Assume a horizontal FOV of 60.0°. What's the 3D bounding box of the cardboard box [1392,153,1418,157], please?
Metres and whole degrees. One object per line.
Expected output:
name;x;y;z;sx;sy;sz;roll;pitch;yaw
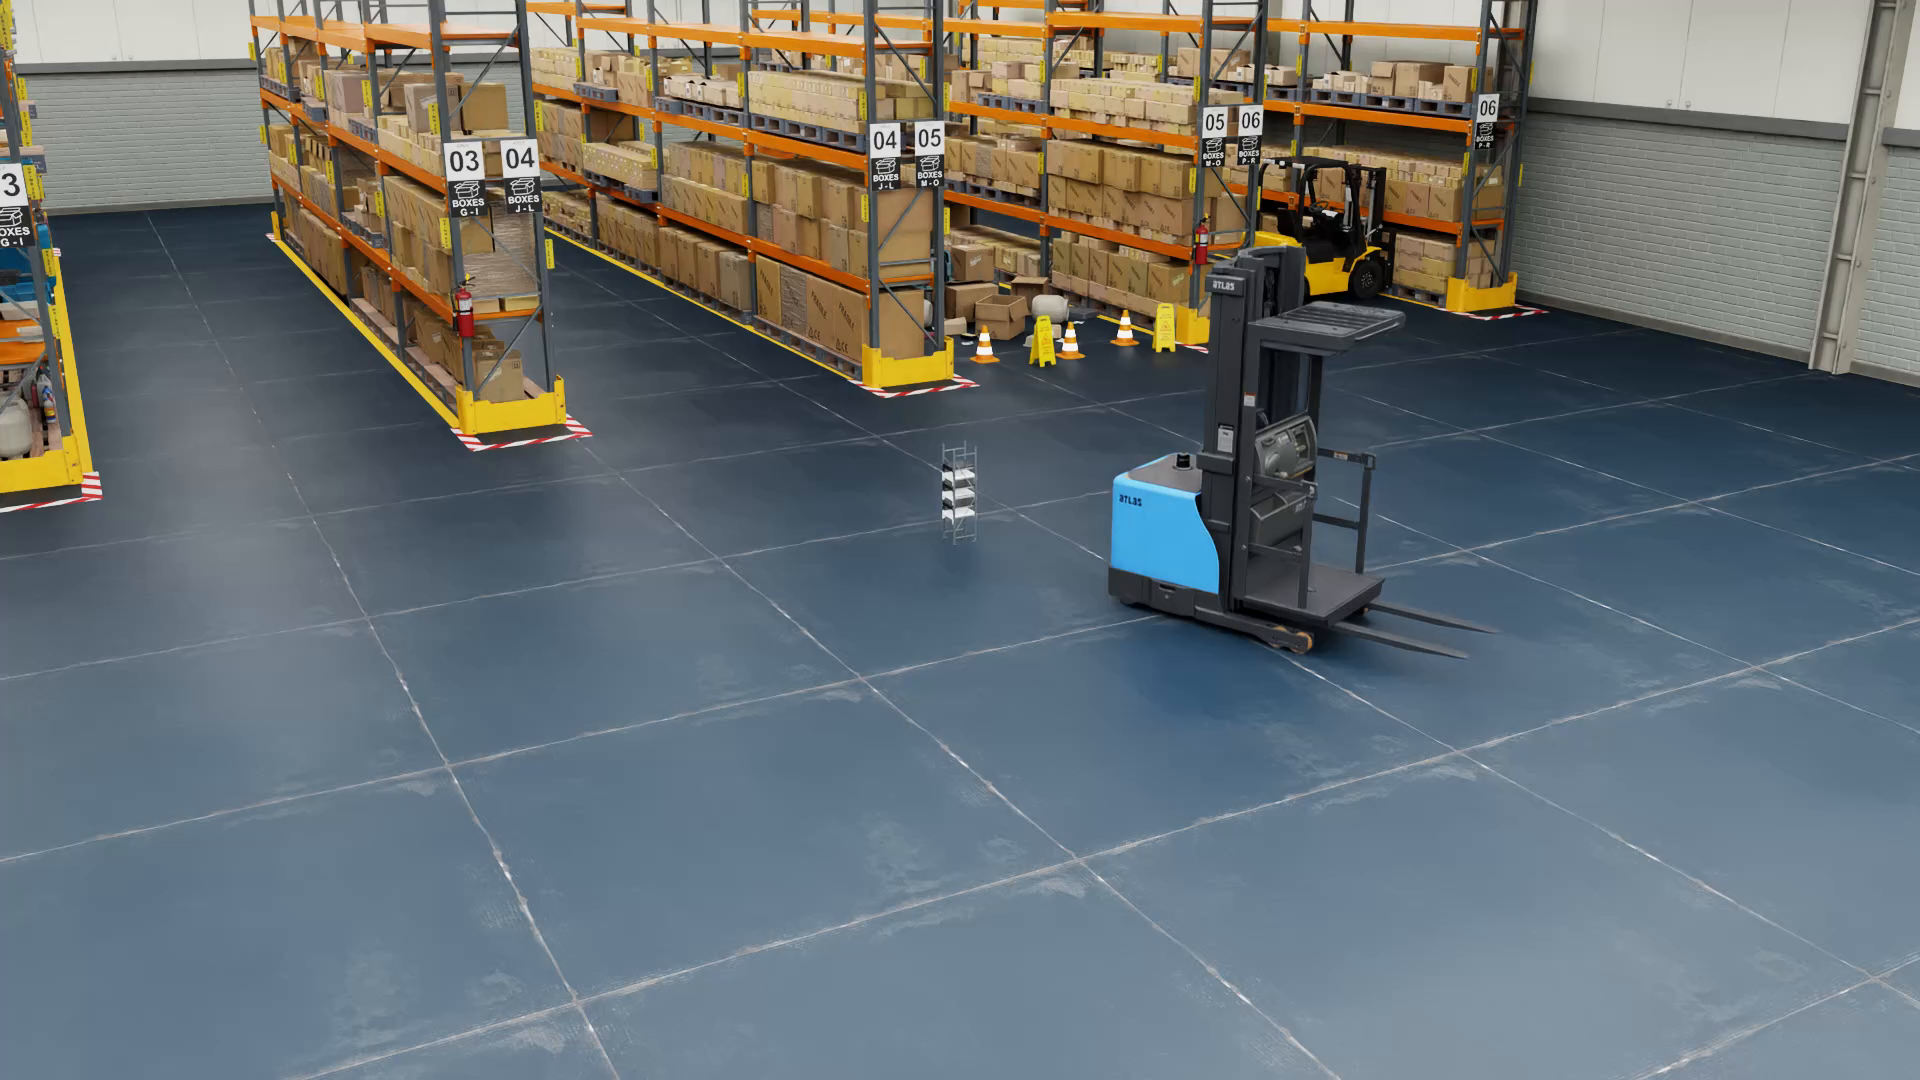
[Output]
cardboard box;7.200;-6.161;26.903;0.380;0.149;0.250;-9;21;-25

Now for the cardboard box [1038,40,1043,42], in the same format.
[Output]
cardboard box;1.825;-10.661;35.955;0.500;0.250;0.500;-10;22;-27

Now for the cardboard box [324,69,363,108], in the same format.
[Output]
cardboard box;-8.881;-6.532;24.063;0.500;0.500;0.500;-10;21;-26

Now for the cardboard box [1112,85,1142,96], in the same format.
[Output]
cardboard box;2.416;-6.493;24.034;0.380;0.149;0.250;-10;21;-26

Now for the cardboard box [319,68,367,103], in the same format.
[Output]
cardboard box;-9.231;-6.834;25.057;0.797;0.503;0.637;-9;21;-23

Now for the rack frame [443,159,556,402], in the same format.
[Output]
rack frame;-5.079;-2.709;18.501;1.000;3.000;0.127;-10;21;-27

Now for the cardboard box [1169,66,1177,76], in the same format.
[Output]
cardboard box;4.109;-8.716;30.873;0.380;0.166;0.250;-10;21;-27

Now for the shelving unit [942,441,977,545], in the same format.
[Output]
shelving unit;-0.004;-0.428;15.110;0.258;0.900;0.210;-10;21;-27

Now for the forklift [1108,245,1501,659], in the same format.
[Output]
forklift;2.697;-0.707;12.807;3.031;2.935;1.130;14;24;36

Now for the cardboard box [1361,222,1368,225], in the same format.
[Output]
cardboard box;6.544;-5.056;27.343;0.500;0.250;0.500;-9;21;-25

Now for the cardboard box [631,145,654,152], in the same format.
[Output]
cardboard box;-5.628;-6.942;29.598;0.380;0.149;0.250;-10;21;-27

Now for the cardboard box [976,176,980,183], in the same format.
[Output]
cardboard box;0.492;-6.111;28.104;0.380;0.149;0.250;-9;21;-25

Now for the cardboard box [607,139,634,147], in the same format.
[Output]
cardboard box;-6.378;-7.262;31.087;0.500;0.500;0.500;-10;22;-28

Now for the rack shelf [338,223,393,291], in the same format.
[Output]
rack shelf;-7.928;-4.091;23.610;1.077;0.370;4.000;-10;21;-27

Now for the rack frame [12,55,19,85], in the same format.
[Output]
rack frame;-17.036;-9.370;28.610;1.000;3.000;0.127;-10;21;-27

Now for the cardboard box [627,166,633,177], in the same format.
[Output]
cardboard box;-5.356;-6.187;27.868;0.380;0.149;0.250;-9;21;-25

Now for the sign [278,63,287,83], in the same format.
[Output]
sign;-11.265;-7.767;27.647;0.100;0.325;0.005;-10;21;-27

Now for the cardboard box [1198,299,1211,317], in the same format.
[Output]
cardboard box;3.503;-3.417;24.125;0.500;0.250;0.500;-10;21;-27

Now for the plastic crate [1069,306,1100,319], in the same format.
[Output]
plastic crate;1.767;-3.434;25.079;0.583;0.080;0.402;16;25;39

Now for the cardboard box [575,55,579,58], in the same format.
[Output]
cardboard box;-6.754;-8.712;30.152;0.380;0.149;0.250;-11;22;-29

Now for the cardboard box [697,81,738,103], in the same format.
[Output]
cardboard box;-3.591;-6.687;24.771;0.500;0.311;0.500;-11;22;-29

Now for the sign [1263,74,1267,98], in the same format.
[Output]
sign;4.120;-6.159;22.561;0.100;0.325;0.005;-10;21;-27

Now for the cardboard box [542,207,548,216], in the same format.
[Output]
cardboard box;-8.297;-6.692;33.771;0.380;0.149;0.250;-10;21;-26

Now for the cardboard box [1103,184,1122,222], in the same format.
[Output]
cardboard box;2.450;-4.982;24.479;0.500;0.500;0.500;-10;21;-26

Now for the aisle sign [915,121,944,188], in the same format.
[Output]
aisle sign;-0.368;-4.703;20.295;0.394;0.787;0.004;-10;21;-27

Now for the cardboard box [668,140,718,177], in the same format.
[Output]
cardboard box;-4.260;-6.134;26.741;0.700;0.500;0.500;-10;21;-27

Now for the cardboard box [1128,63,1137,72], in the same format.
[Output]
cardboard box;3.465;-9.131;32.135;0.380;0.149;0.250;-10;21;-27

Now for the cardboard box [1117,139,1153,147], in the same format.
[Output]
cardboard box;3.424;-7.690;32.524;0.500;0.250;0.500;-11;22;-29

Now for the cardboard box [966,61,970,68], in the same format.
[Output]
cardboard box;0.358;-10.778;37.673;0.380;0.149;0.250;-9;21;-26

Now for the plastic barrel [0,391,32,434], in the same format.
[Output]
plastic barrel;-10.056;-1.285;17.545;0.421;0.512;0.421;0;19;0

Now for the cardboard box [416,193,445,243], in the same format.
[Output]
cardboard box;-6.035;-3.775;19.450;0.500;0.500;0.500;-10;21;-27

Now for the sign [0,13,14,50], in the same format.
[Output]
sign;-8.952;-4.762;15.576;0.100;0.325;0.005;-10;21;-27

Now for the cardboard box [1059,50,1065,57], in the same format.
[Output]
cardboard box;2.256;-9.925;33.947;0.380;0.149;0.250;-10;21;-26

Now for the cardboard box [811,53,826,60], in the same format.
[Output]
cardboard box;-2.725;-9.783;33.449;0.797;0.503;0.637;-8;21;-22

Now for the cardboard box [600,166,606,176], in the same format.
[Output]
cardboard box;-6.090;-6.492;29.206;0.380;0.149;0.250;-11;22;-29

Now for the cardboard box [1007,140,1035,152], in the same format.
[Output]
cardboard box;0.986;-6.378;26.888;0.380;0.149;0.250;-11;22;-28

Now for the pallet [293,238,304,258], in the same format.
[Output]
pallet;-11.653;-5.416;30.623;1.003;0.211;1.213;-10;21;-27

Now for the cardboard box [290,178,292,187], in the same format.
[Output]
cardboard box;-11.577;-6.293;29.273;0.380;0.149;0.250;-10;21;-26

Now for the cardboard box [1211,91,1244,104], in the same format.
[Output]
cardboard box;3.653;-6.053;22.758;0.380;0.149;0.250;-10;21;-27

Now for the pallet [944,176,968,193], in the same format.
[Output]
pallet;0.276;-6.261;29.091;1.213;0.211;1.003;-10;21;-27

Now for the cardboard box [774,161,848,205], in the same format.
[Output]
cardboard box;-2.057;-4.926;23.043;0.875;0.550;0.550;-10;21;-27

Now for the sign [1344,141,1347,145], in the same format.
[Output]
sign;6.597;-6.695;28.604;0.100;0.325;0.005;-10;21;-27

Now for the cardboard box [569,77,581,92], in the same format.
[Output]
cardboard box;-6.835;-8.339;30.449;0.500;0.250;0.500;-9;21;-25

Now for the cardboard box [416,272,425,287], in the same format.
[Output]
cardboard box;-6.417;-3.201;20.314;0.380;0.149;0.250;-10;21;-27

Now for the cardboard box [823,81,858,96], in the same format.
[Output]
cardboard box;-1.488;-5.633;20.744;0.380;0.149;0.250;-10;21;-26

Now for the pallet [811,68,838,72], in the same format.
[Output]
pallet;-2.435;-9.301;33.143;1.003;0.211;1.213;-10;21;-27

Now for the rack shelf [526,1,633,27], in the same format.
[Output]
rack shelf;-7.314;-9.961;31.429;1.077;0.370;4.000;-10;21;-27

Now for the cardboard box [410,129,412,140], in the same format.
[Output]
cardboard box;-6.186;-4.736;19.396;0.380;0.149;0.250;-11;22;-29

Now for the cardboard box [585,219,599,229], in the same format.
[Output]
cardboard box;-6.794;-5.925;31.094;0.380;0.149;0.250;-10;21;-26

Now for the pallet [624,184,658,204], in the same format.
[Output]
pallet;-4.897;-5.842;27.875;1.213;0.211;1.003;-10;21;-27

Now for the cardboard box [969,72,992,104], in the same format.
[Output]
cardboard box;0.593;-7.573;27.842;0.797;0.503;0.637;-10;21;-27

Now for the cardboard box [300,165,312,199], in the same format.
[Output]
cardboard box;-10.779;-6.030;27.973;0.500;0.500;0.500;-10;21;-26

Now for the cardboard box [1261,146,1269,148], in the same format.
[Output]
cardboard box;5.233;-6.869;29.410;0.380;0.149;0.250;-11;22;-28

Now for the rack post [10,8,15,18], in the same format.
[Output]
rack post;-14.063;-7.424;23.737;0.937;0.300;0.954;-8;20;-21

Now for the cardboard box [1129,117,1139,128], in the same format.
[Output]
cardboard box;2.643;-5.974;23.750;0.380;0.149;0.250;-11;22;-28

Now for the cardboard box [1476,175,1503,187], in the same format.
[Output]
cardboard box;8.076;-5.505;25.457;0.380;0.149;0.250;-11;22;-28

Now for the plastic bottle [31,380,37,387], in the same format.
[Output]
plastic bottle;-10.611;-1.702;19.074;0.061;0.283;0.133;-10;21;-27
